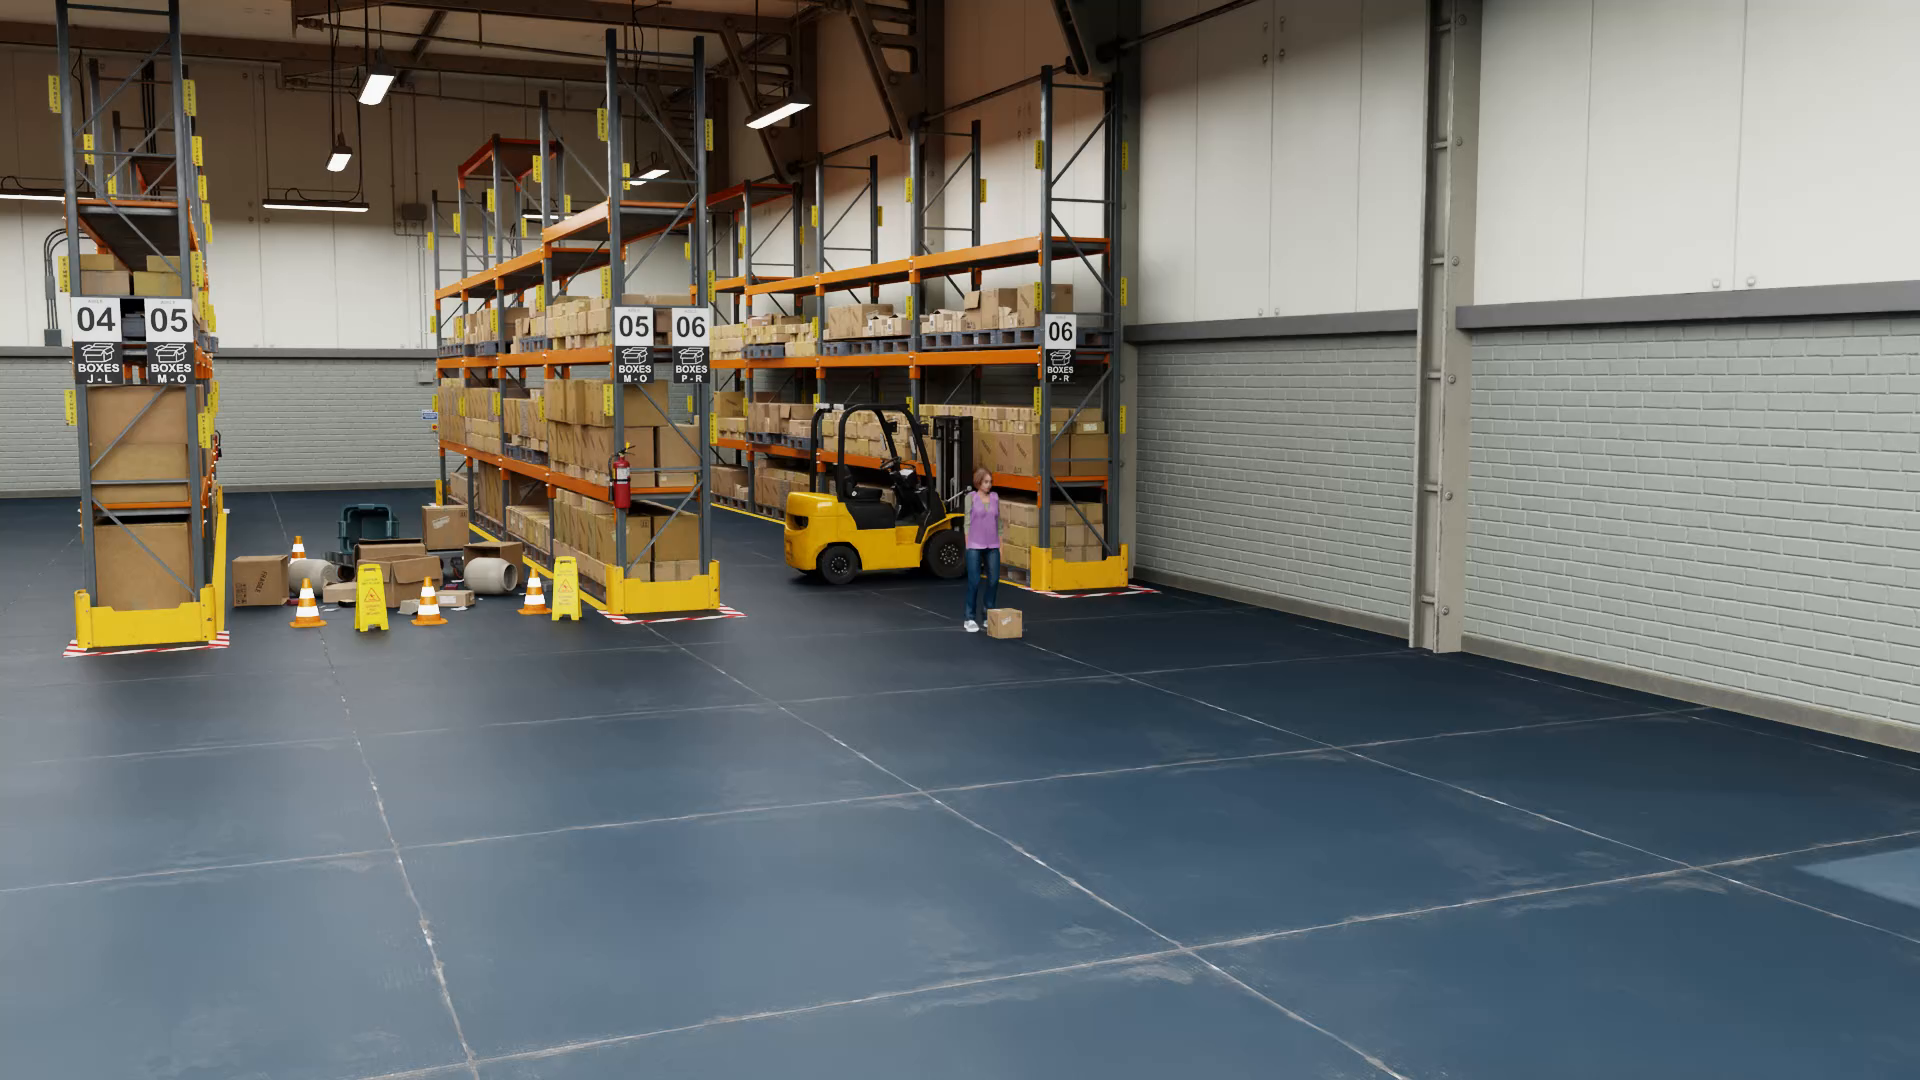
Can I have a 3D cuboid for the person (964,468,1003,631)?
[{"bbox_3d":[0.235,0.090,16.334,0.391,1.593,0.304,-2,6,-23],"label":"person"}]
